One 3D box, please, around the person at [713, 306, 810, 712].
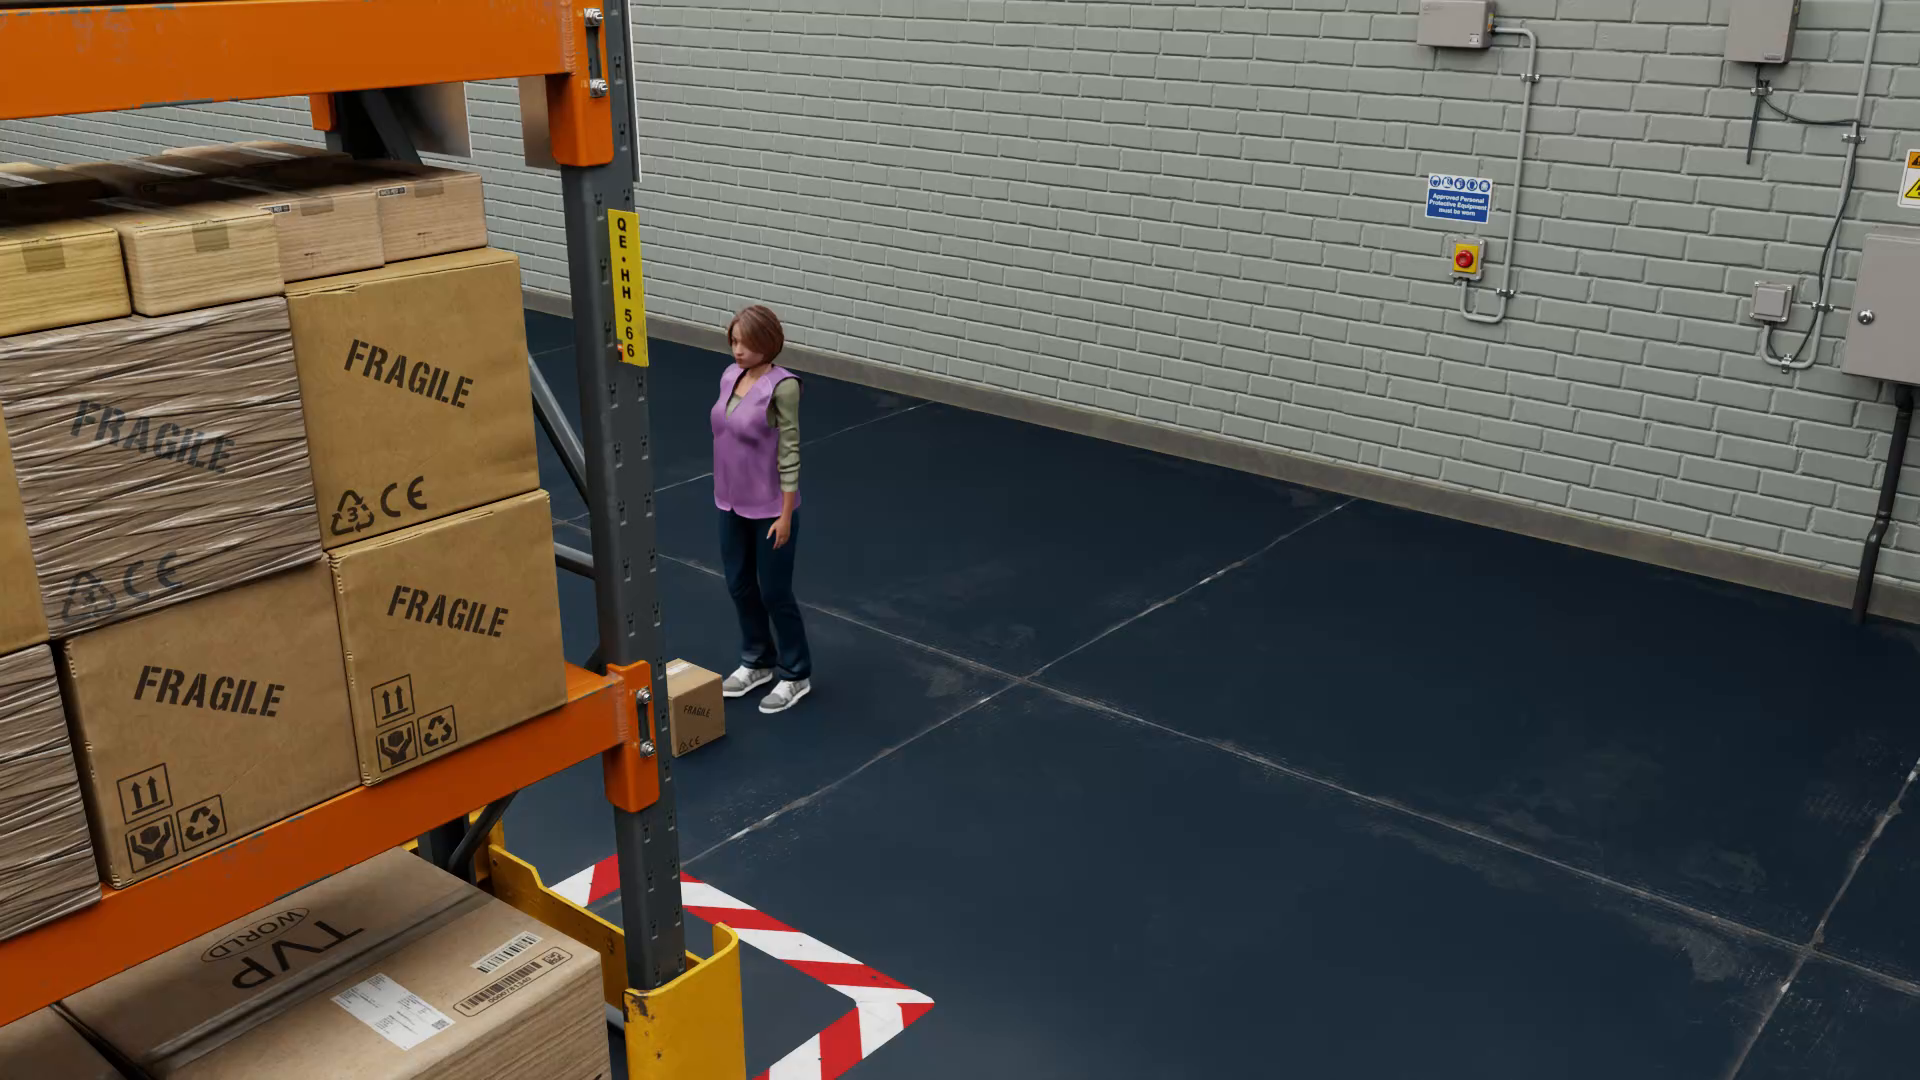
[{"bbox_3d":[-0.759,-0.103,6.416,0.407,1.573,0.299,17,26,37],"label":"person"}]
